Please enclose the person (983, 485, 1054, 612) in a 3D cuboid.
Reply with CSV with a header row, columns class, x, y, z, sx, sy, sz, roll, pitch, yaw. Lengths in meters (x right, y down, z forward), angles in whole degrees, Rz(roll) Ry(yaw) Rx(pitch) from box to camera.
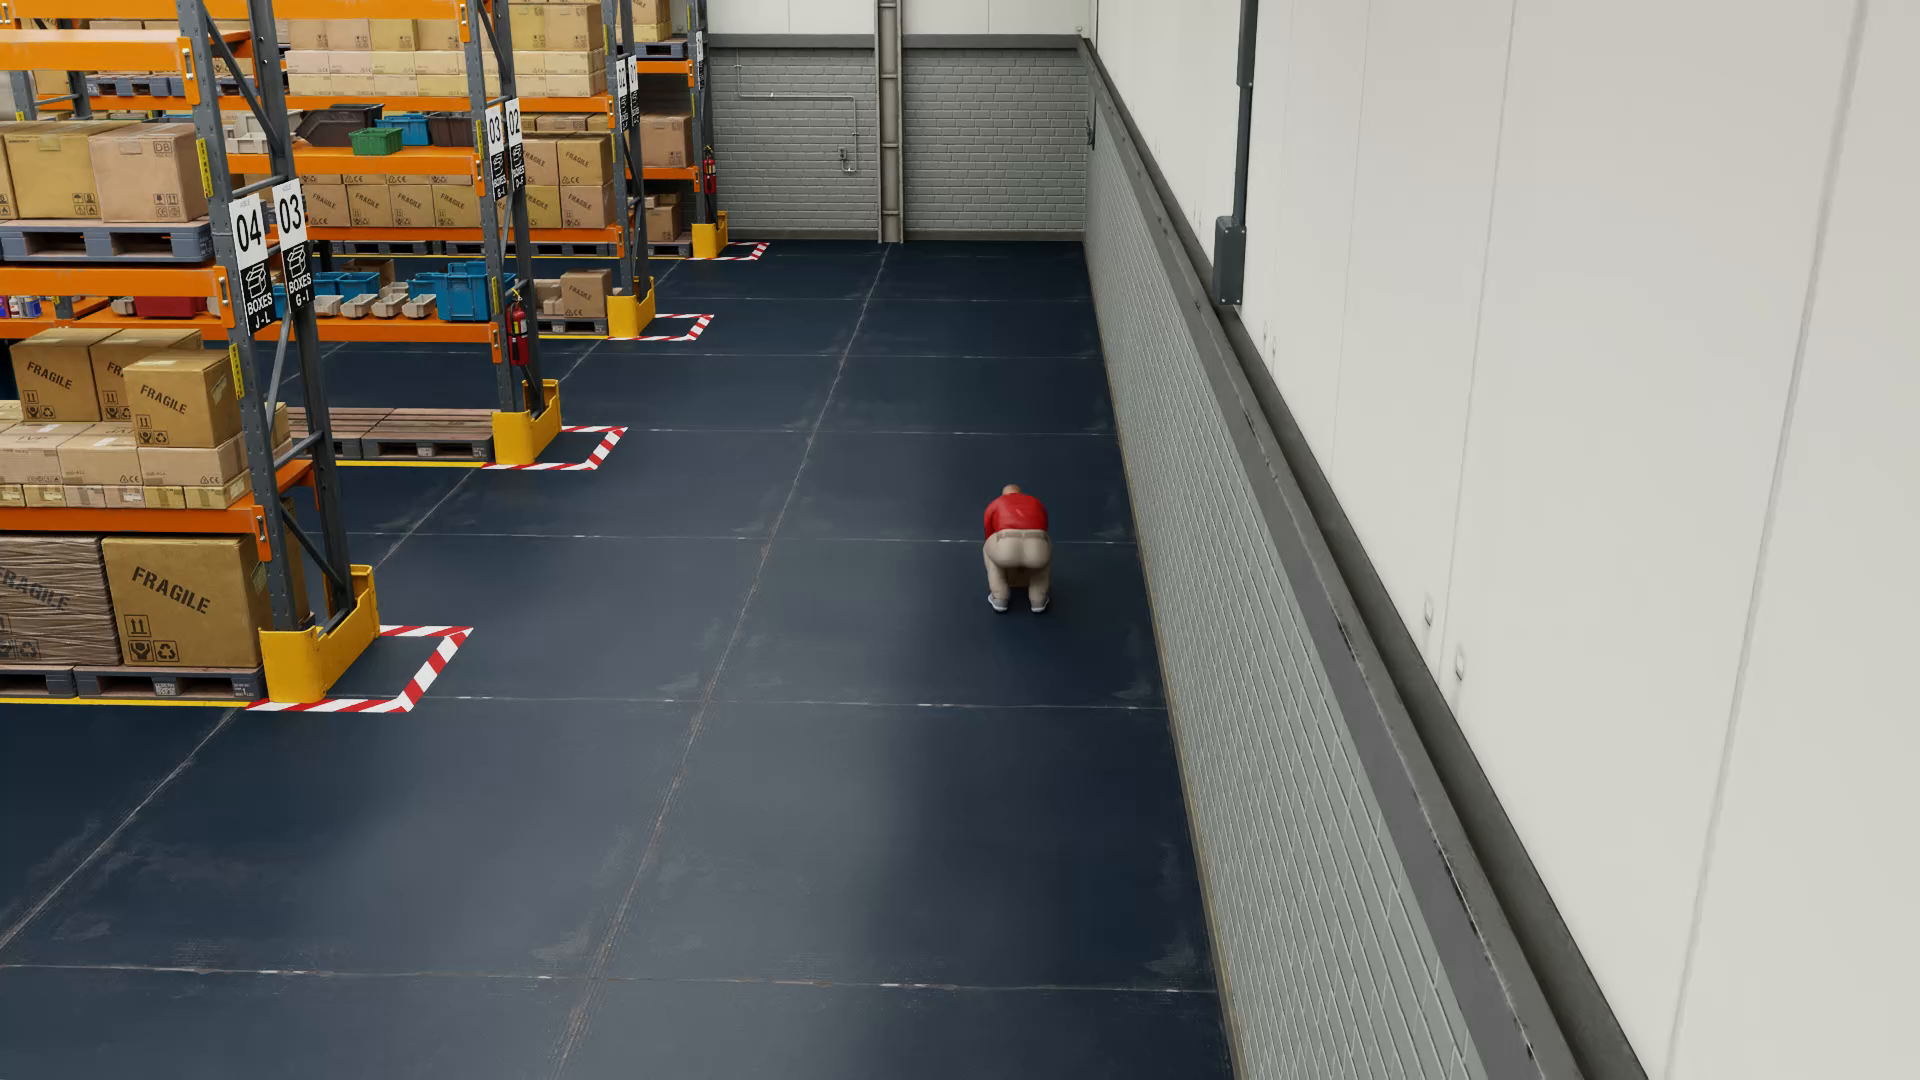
class,x,y,z,sx,sy,sz,roll,pitch,yaw
person,0.434,0.077,12.296,0.529,0.784,0.936,0,21,0
